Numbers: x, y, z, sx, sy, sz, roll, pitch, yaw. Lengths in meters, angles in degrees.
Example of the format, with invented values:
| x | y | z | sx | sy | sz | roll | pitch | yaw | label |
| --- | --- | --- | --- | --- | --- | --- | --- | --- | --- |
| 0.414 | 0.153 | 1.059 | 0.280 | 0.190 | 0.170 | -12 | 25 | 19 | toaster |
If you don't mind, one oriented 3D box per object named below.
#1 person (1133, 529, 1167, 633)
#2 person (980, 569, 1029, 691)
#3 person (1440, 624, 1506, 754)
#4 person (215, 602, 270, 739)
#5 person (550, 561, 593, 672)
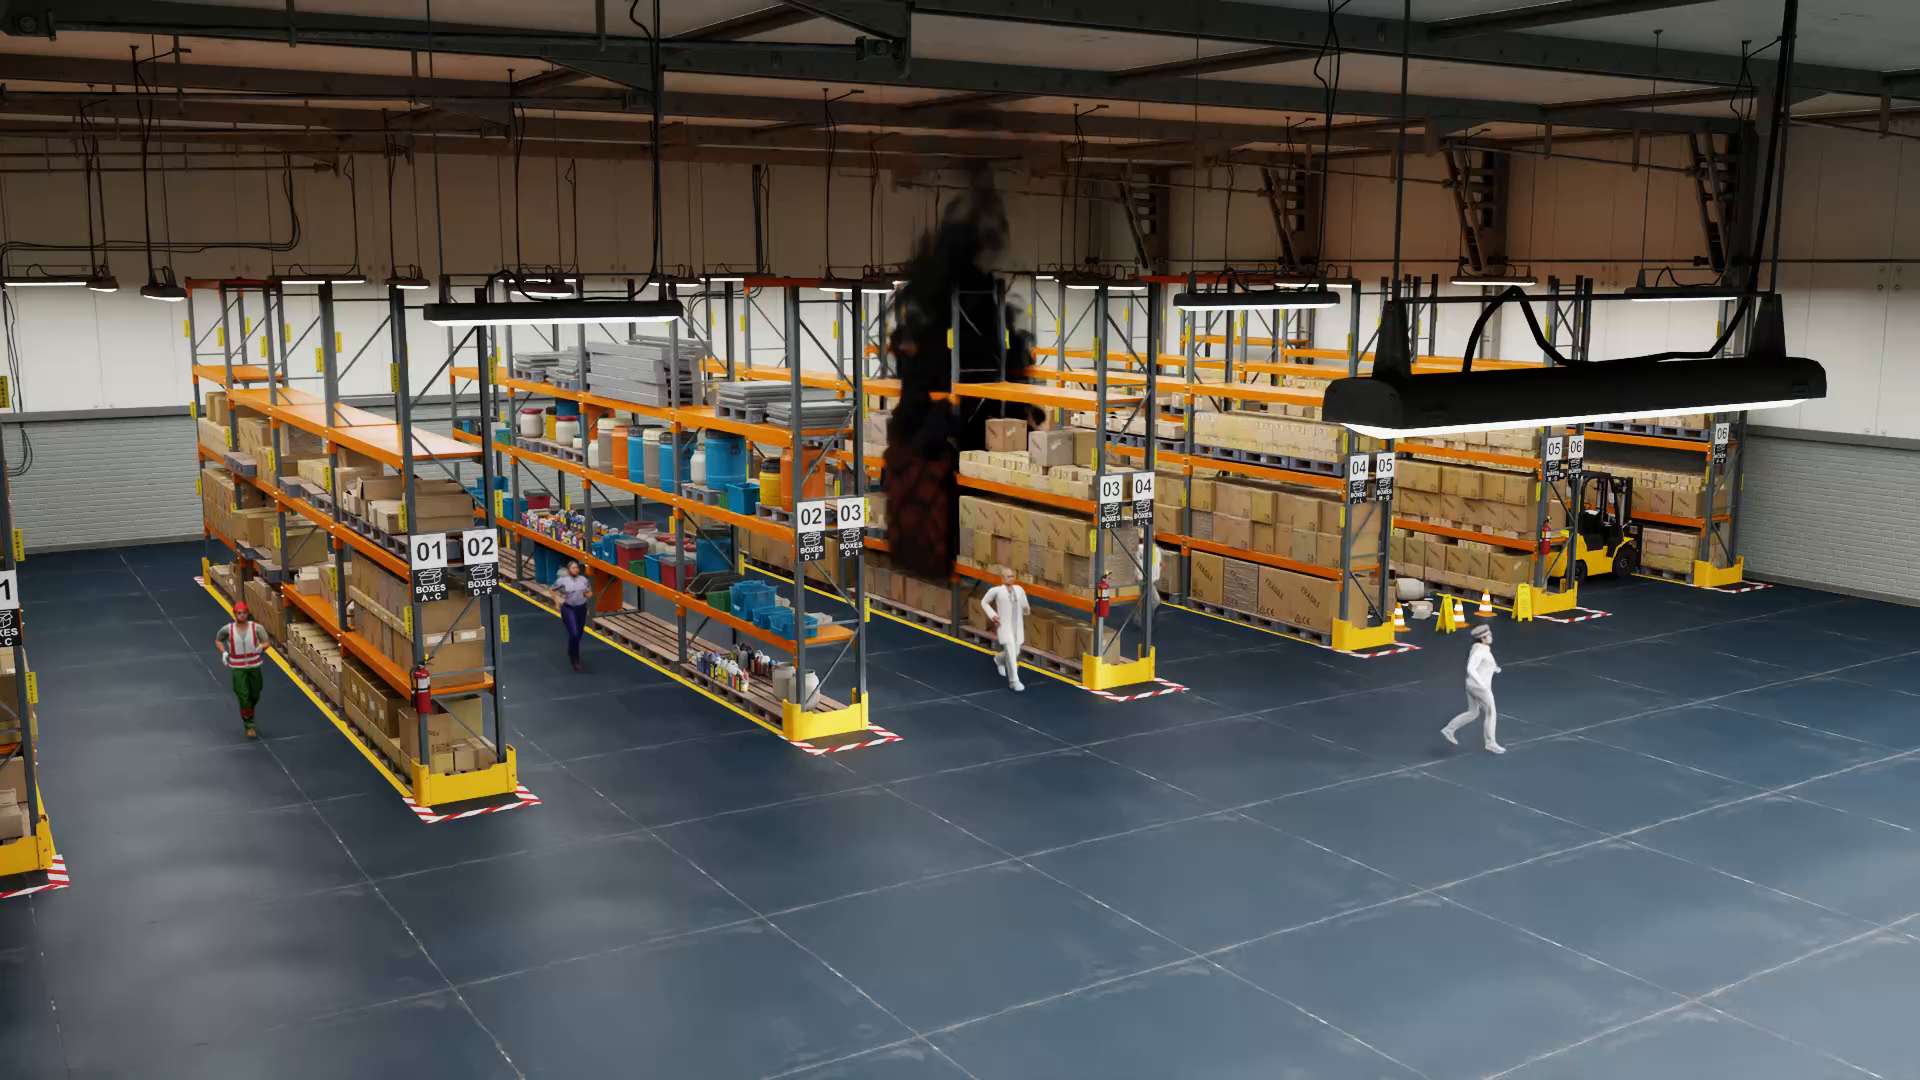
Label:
| x | y | z | sx | sy | sz | roll | pitch | yaw | label |
| --- | --- | --- | --- | --- | --- | --- | --- | --- | --- |
| 3.256 | 0.685 | 28.615 | 0.696 | 1.793 | 0.640 | 8 | 13 | 41 | person |
| 0.727 | 1.407 | 24.771 | 0.720 | 1.542 | 1.023 | -5 | 11 | -28 | person |
| 6.689 | 1.918 | 21.544 | 0.842 | 1.710 | 0.603 | 0 | 10 | 1 | person |
| -9.586 | 1.705 | 22.314 | 0.654 | 1.762 | 0.977 | -6 | 11 | -30 | person |
| -6.056 | 1.167 | 26.097 | 0.580 | 1.709 | 0.744 | -9 | 13 | -42 | person |
